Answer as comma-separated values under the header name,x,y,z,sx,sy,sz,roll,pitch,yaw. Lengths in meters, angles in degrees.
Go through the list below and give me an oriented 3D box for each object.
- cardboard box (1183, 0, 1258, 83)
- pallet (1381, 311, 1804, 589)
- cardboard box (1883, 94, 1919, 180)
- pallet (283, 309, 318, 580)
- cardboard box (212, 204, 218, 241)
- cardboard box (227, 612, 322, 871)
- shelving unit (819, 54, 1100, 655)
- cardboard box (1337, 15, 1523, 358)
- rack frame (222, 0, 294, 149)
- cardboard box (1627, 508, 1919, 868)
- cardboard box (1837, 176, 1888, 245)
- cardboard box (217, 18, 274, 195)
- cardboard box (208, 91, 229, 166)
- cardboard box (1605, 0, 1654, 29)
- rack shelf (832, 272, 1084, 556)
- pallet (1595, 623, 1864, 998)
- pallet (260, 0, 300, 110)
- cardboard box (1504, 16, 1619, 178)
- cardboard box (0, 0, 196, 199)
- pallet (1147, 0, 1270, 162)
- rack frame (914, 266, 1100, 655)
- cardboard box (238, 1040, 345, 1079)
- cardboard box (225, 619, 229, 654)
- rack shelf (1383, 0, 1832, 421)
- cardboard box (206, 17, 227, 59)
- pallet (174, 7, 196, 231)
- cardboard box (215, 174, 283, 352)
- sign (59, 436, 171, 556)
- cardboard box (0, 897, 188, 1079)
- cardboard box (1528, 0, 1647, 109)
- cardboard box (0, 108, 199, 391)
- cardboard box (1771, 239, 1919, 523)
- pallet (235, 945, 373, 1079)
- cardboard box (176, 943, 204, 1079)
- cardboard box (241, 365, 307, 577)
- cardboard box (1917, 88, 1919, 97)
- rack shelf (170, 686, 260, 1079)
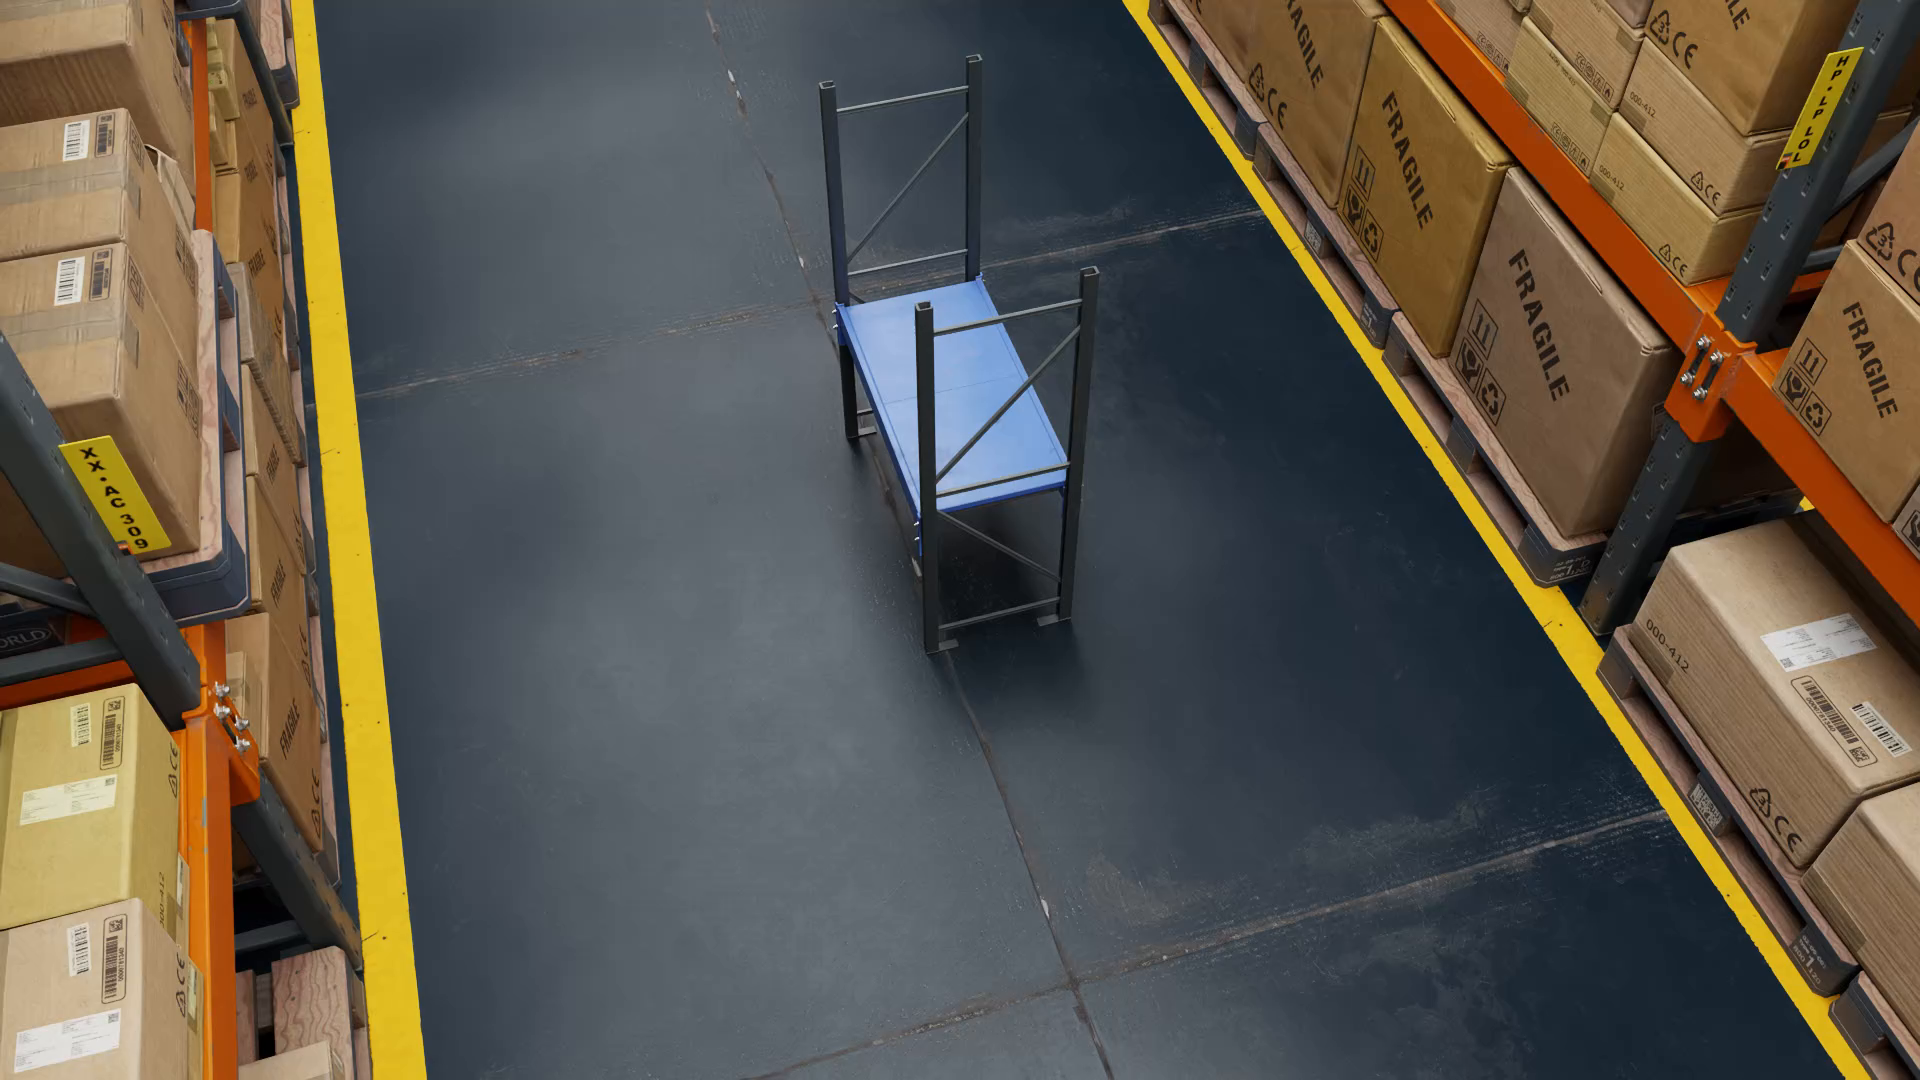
name,x,y,z,sx,sy,sz,roll,pitch,yaw
cardboard box,1.495,-2.649,7.136,0.875,0.875,0.875,-14,51,-11
pallet,2.253,-0.448,5.990,1.003,0.211,1.213,-13,51,-11
cardboard box,2.692,-1.298,4.654,0.500,0.250,0.500,-15,51,-12
pallet,-2.829,-0.255,5.827,1.003,0.211,1.213,-13,51,-11
cardboard box,-2.728,-1.052,5.611,0.380,0.149,0.250,-14,51,-12
cardboard box,-2.116,0.591,4.650,0.500,0.500,0.500,-11,51,-9
shelving unit,-0.025,-0.546,5.229,0.538,1.500,1.048,-13,51,-11
cardboard box,2.018,-1.344,6.036,0.875,0.875,0.875,-12,51,-10
rack frame,-3.371,-2.597,5.977,1.000,3.000,0.127,-13,51,-11
cardboard box,2.636,0.373,4.875,0.875,0.438,0.875,-14,51,-12
cardboard box,2.675,-1.133,4.841,0.500,0.250,0.500,-14,51,-12
cardboard box,-3.040,-1.666,6.553,0.500,0.500,0.500,-12,51,-10
cardboard box,-2.837,-1.438,5.936,0.380,0.149,0.250,-15,51,-12
cardboard box,2.021,-1.801,4.587,0.500,0.500,0.500,-12,51,-10
rack shelf,-0.025,-0.430,5.367,0.538,0.185,1.000,-13,51,-11
pallet,2.703,0.671,5.046,1.003,0.211,1.213,-13,51,-11
pallet,-3.577,-2.308,7.558,1.003,0.211,1.213,-13,51,-11
cardboard box,2.030,-1.395,5.062,0.500,0.250,0.500,-14,51,-11
cardboard box,-2.502,-1.198,4.458,0.700,0.500,0.500,-14,51,-11
pallet,1.531,-2.230,7.492,1.003,0.211,1.213,-13,51,-11
rack frame,0.125,-0.174,4.916,0.500,1.500,0.032,-13,51,-11
cardboard box,-1.743,1.449,4.157,0.380,0.149,0.250,-15,51,-12
cardboard box,-2.196,0.279,4.489,0.380,0.149,0.250,-15,51,-12
rack shelf,1.961,-2.029,5.969,1.077,0.370,4.000,-13,51,-11
cardboard box,-2.983,-1.832,6.269,0.380,0.149,0.250,-16,52,-13
pallet,-2.791,-1.116,4.854,1.003,0.211,1.213,-13,51,-11
cardboard box,-2.745,-0.917,5.921,0.500,0.500,0.500,-11,51,-9
sign,-1.672,-0.083,3.292,0.100,0.325,0.005,-13,51,-11
cardboard box,-1.642,0.956,2.885,0.500,0.250,0.500,-13,51,-11
cardboard box,2.035,-1.544,4.861,0.500,0.250,0.500,-12,51,-10
cardboard box,-2.270,-0.625,3.975,0.700,0.500,0.500,-13,51,-11
cardboard box,2.441,-0.431,4.086,0.500,0.500,0.500,-12,51,-10
pallet,-1.986,1.725,4.158,1.003,0.211,1.213,-13,51,-11
cardboard box,-1.655,0.951,3.151,0.380,0.149,0.250,-12,51,-10
cardboard box,-2.426,-0.161,5.284,0.500,0.500,0.500,-15,51,-12
cardboard box,2.697,-1.541,4.368,0.500,0.500,0.500,-13,51,-11
rack shelf,-1.596,2.017,2.558,1.077,0.370,4.000,-13,51,-11
